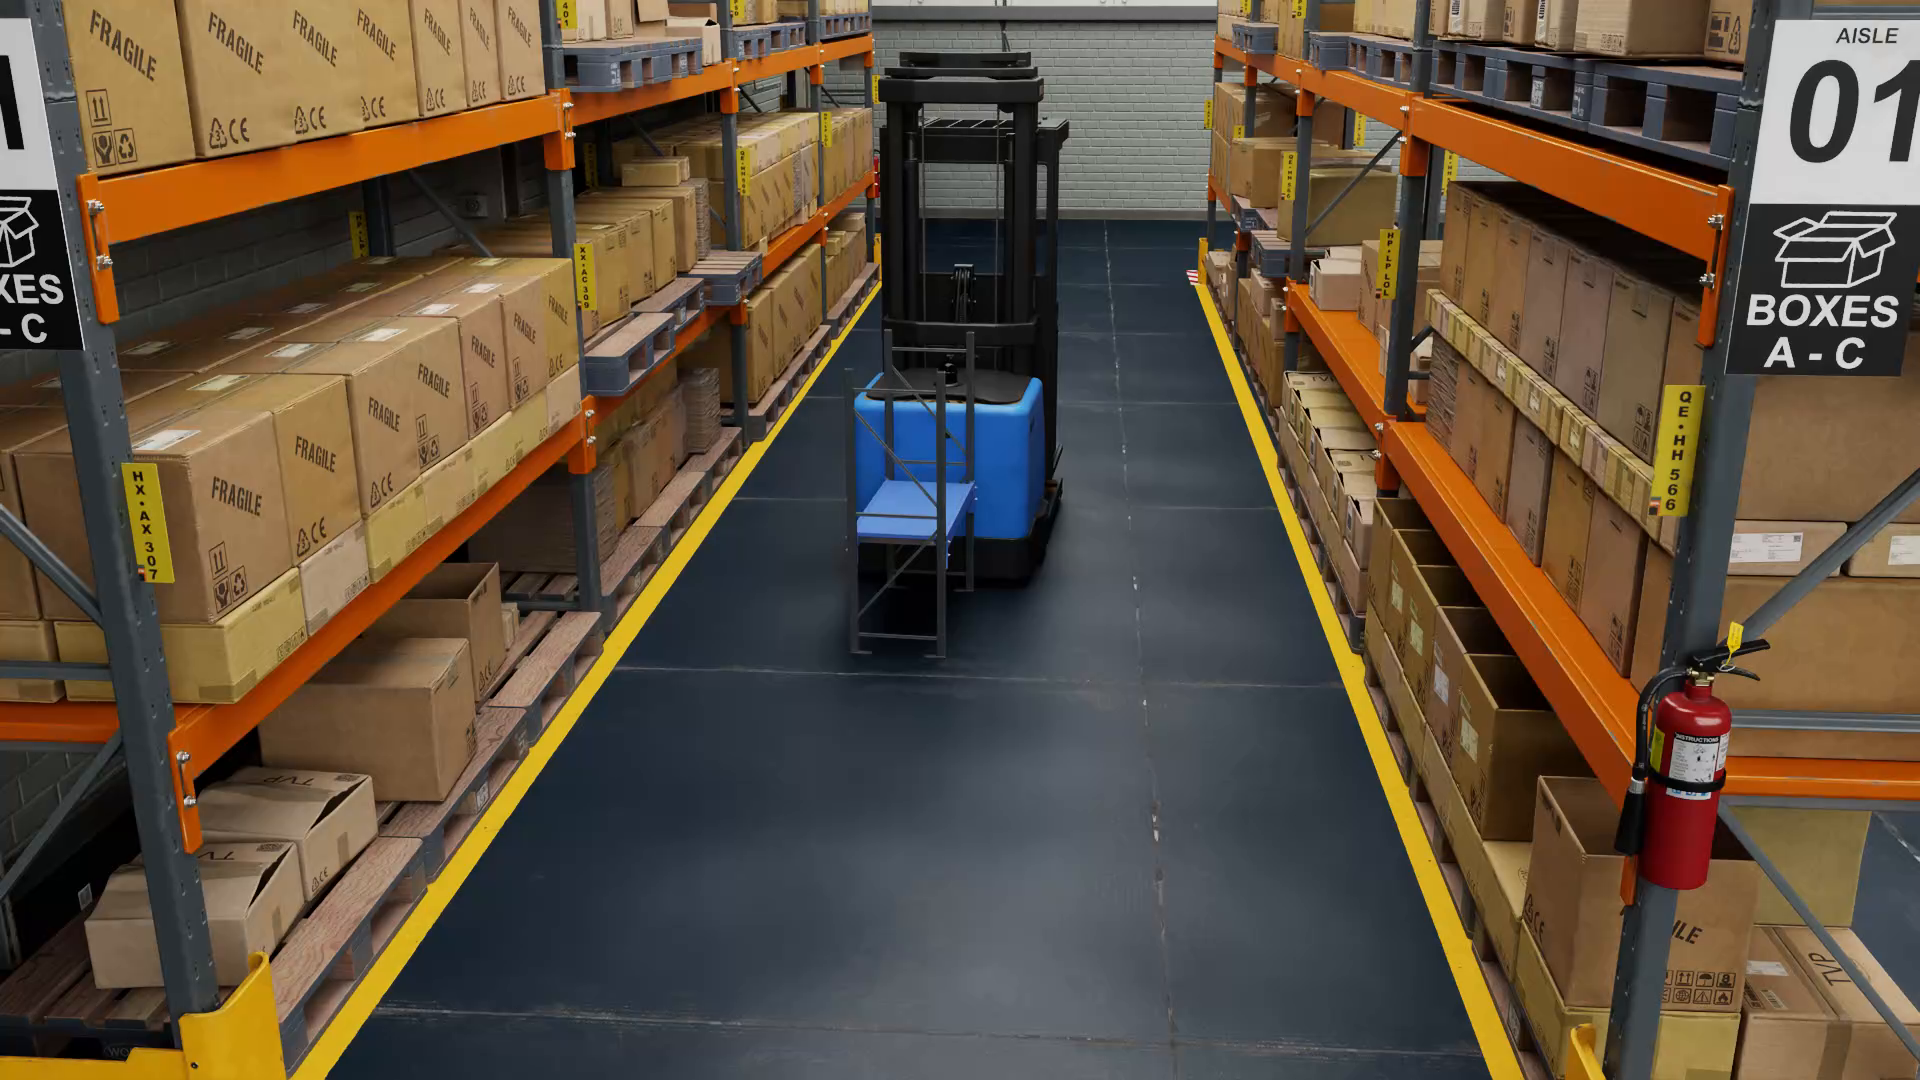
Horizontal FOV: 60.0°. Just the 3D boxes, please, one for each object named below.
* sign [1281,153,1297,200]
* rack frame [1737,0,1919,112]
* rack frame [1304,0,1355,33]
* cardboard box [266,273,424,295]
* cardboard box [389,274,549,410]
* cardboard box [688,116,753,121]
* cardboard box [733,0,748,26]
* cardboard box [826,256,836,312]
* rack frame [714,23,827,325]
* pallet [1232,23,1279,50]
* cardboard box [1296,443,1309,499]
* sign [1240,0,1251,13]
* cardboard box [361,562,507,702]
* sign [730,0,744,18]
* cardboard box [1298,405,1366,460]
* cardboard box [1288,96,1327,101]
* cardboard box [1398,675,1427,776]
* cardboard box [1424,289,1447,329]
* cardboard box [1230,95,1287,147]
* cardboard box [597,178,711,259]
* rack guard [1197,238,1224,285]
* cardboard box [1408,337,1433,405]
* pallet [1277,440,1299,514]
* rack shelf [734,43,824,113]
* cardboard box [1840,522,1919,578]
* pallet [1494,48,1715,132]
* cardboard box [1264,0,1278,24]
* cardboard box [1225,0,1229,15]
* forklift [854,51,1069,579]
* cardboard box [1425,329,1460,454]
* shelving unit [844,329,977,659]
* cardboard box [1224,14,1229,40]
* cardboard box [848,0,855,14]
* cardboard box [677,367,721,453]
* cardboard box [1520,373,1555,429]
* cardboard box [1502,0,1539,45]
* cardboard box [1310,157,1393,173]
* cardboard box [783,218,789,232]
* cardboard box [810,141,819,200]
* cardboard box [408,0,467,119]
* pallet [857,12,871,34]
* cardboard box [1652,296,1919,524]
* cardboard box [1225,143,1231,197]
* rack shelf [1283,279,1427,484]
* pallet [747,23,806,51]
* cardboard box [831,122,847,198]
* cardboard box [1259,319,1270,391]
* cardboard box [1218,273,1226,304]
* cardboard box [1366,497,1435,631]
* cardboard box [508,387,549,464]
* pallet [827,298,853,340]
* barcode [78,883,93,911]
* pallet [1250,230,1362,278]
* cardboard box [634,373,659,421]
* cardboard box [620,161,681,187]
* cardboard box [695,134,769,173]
[{"bbox_3d":[2.306,-2.541,11.627,0.100,0.325,0.005,1,18,4],"label":"sign"},{"bbox_3d":[2.274,-2.385,3.250,1.000,3.000,0.127,1,18,4],"label":"rack frame"},{"bbox_3d":[2.848,-4.870,10.833,1.000,3.000,0.127,1,18,4],"label":"rack frame"},{"bbox_3d":[-2.663,-0.879,7.292,0.500,0.500,0.500,1,18,4],"label":"cardboard box"},{"bbox_3d":[-2.135,-0.872,7.270,0.500,0.500,0.500,1,18,4],"label":"cardboard box"},{"bbox_3d":[-2.130,-3.626,14.796,0.500,0.250,0.500,1,18,5],"label":"cardboard box"},{"bbox_3d":[-2.077,-4.299,13.043,0.700,0.500,0.500,2,18,7],"label":"cardboard box"},{"bbox_3d":[-1.651,-2.612,16.918,0.700,0.500,0.500,2,18,5],"label":"cardboard box"},{"bbox_3d":[-1.806,-3.371,15.892,1.000,3.000,0.127,1,18,4],"label":"rack frame"},{"bbox_3d":[3.018,-4.396,14.507,1.213,0.211,1.003,1,18,4],"label":"pallet"},{"bbox_3d":[2.451,-0.438,10.684,0.500,0.250,0.500,1,18,2],"label":"cardboard box"},{"bbox_3d":[2.593,-4.942,15.040,0.100,0.325,0.005,1,18,4],"label":"sign"},{"bbox_3d":[-2.414,0.416,7.644,0.500,0.500,0.500,0,18,0],"label":"cardboard box"},{"bbox_3d":[-1.552,-3.787,11.514,0.100,0.325,0.005,1,18,4],"label":"sign"},{"bbox_3d":[2.449,-0.700,10.584,0.500,0.311,0.500,1,18,2],"label":"cardboard box"},{"bbox_3d":[3.486,-4.084,16.303,0.500,0.500,0.500,1,18,2],"label":"cardboard box"},{"bbox_3d":[2.144,0.778,6.972,0.500,0.250,0.500,1,18,4],"label":"cardboard box"},{"bbox_3d":[2.349,-1.053,7.617,0.380,0.149,0.250,1,18,4],"label":"cardboard box"},{"bbox_3d":[2.947,-4.106,16.370,0.500,0.500,0.500,1,18,3],"label":"cardboard box"},{"bbox_3d":[-2.117,-2.239,11.571,0.700,0.500,0.500,-1,18,-3],"label":"cardboard box"},{"bbox_3d":[3.416,-3.292,19.667,1.175,0.500,0.348,1,18,4],"label":"rack guard"},{"bbox_3d":[2.553,-0.859,8.468,0.500,0.250,0.500,2,18,7],"label":"cardboard box"},{"bbox_3d":[2.750,-0.439,11.423,1.003,0.211,1.213,1,18,4],"label":"pallet"},{"bbox_3d":[-1.950,-3.833,13.641,1.077,0.370,4.000,1,18,4],"label":"rack shelf"},{"bbox_3d":[2.517,-0.007,4.425,0.380,0.149,0.250,1,18,4],"label":"cardboard box"},{"bbox_3d":[2.436,-1.517,5.559,1.003,0.211,1.213,1,18,4],"label":"pallet"},{"bbox_3d":[3.025,-4.826,14.522,0.600,0.600,0.600,0,18,-1],"label":"cardboard box"},{"bbox_3d":[3.053,-5.631,17.411,0.500,0.250,0.500,1,18,4],"label":"cardboard box"},{"bbox_3d":[0.093,-1.587,10.558,1.130,2.935,3.031,3,18,8],"label":"forklift"},{"bbox_3d":[2.536,-0.686,7.539,0.700,0.500,0.500,1,18,2],"label":"cardboard box"},{"bbox_3d":[-0.244,-0.273,8.848,0.538,1.500,1.048,3,18,8],"label":"shelving unit"},{"bbox_3d":[3.048,-5.393,17.489,0.500,0.250,0.500,1,18,4],"label":"cardboard box"},{"bbox_3d":[-1.376,-5.657,17.460,0.500,0.250,0.500,1,18,2],"label":"cardboard box"},{"bbox_3d":[-2.093,-0.925,11.736,0.700,0.500,0.500,2,18,5],"label":"cardboard box"},{"bbox_3d":[2.221,-0.495,5.913,0.380,0.149,0.250,1,18,3],"label":"cardboard box"},{"bbox_3d":[2.317,-2.008,5.853,0.797,0.503,0.637,3,18,10],"label":"cardboard box"},{"bbox_3d":[3.037,-2.744,13.144,0.700,0.500,0.500,5,19,14],"label":"cardboard box"},{"bbox_3d":[-1.683,-2.756,14.387,0.380,0.149,0.250,1,18,2],"label":"cardboard box"},{"bbox_3d":[-1.588,-3.420,15.372,0.500,0.500,0.500,1,18,3],"label":"cardboard box"},{"bbox_3d":[-2.221,-1.876,6.322,0.500,0.500,0.500,1,18,2],"label":"cardboard box"},{"bbox_3d":[-1.562,-5.766,18.526,1.003,0.211,1.213,1,18,4],"label":"pallet"},{"bbox_3d":[2.324,-0.359,4.458,0.700,0.500,0.500,1,18,4],"label":"cardboard box"},{"bbox_3d":[2.985,-3.789,17.010,0.500,0.500,0.500,2,18,5],"label":"cardboard box"},{"bbox_3d":[2.705,-1.056,9.983,1.077,0.370,4.000,1,18,4],"label":"rack shelf"},{"bbox_3d":[-1.823,-4.419,14.583,0.805,0.209,1.217,1,18,2],"label":"pallet"},{"bbox_3d":[-1.694,-3.908,17.050,0.980,0.700,0.700,1,18,3],"label":"cardboard box"},{"bbox_3d":[2.718,-1.496,13.481,0.500,0.500,0.500,1,18,2],"label":"cardboard box"},{"bbox_3d":[2.946,-2.609,17.179,0.500,0.311,0.500,1,18,4],"label":"cardboard box"},{"bbox_3d":[2.216,0.111,7.803,0.500,0.500,0.500,1,18,4],"label":"cardboard box"},{"bbox_3d":[-2.156,-0.516,7.388,0.500,0.250,0.500,1,18,4],"label":"cardboard box"},{"bbox_3d":[-1.674,-2.280,17.042,1.003,0.211,1.213,1,18,4],"label":"pallet"},{"bbox_3d":[-2.925,1.193,5.561,0.001,0.075,0.075,1,18,4],"label":"barcode"},{"bbox_3d":[2.827,-2.140,12.444,1.213,0.211,1.003,1,18,4],"label":"pallet"},{"bbox_3d":[-2.228,-0.946,10.595,0.500,0.250,0.500,1,18,4],"label":"cardboard box"},{"bbox_3d":[-2.096,-2.485,11.281,0.380,0.149,0.250,-2,18,-5],"label":"cardboard box"},{"bbox_3d":[-1.766,-2.985,12.841,0.500,0.250,0.500,1,18,3],"label":"cardboard box"}]
